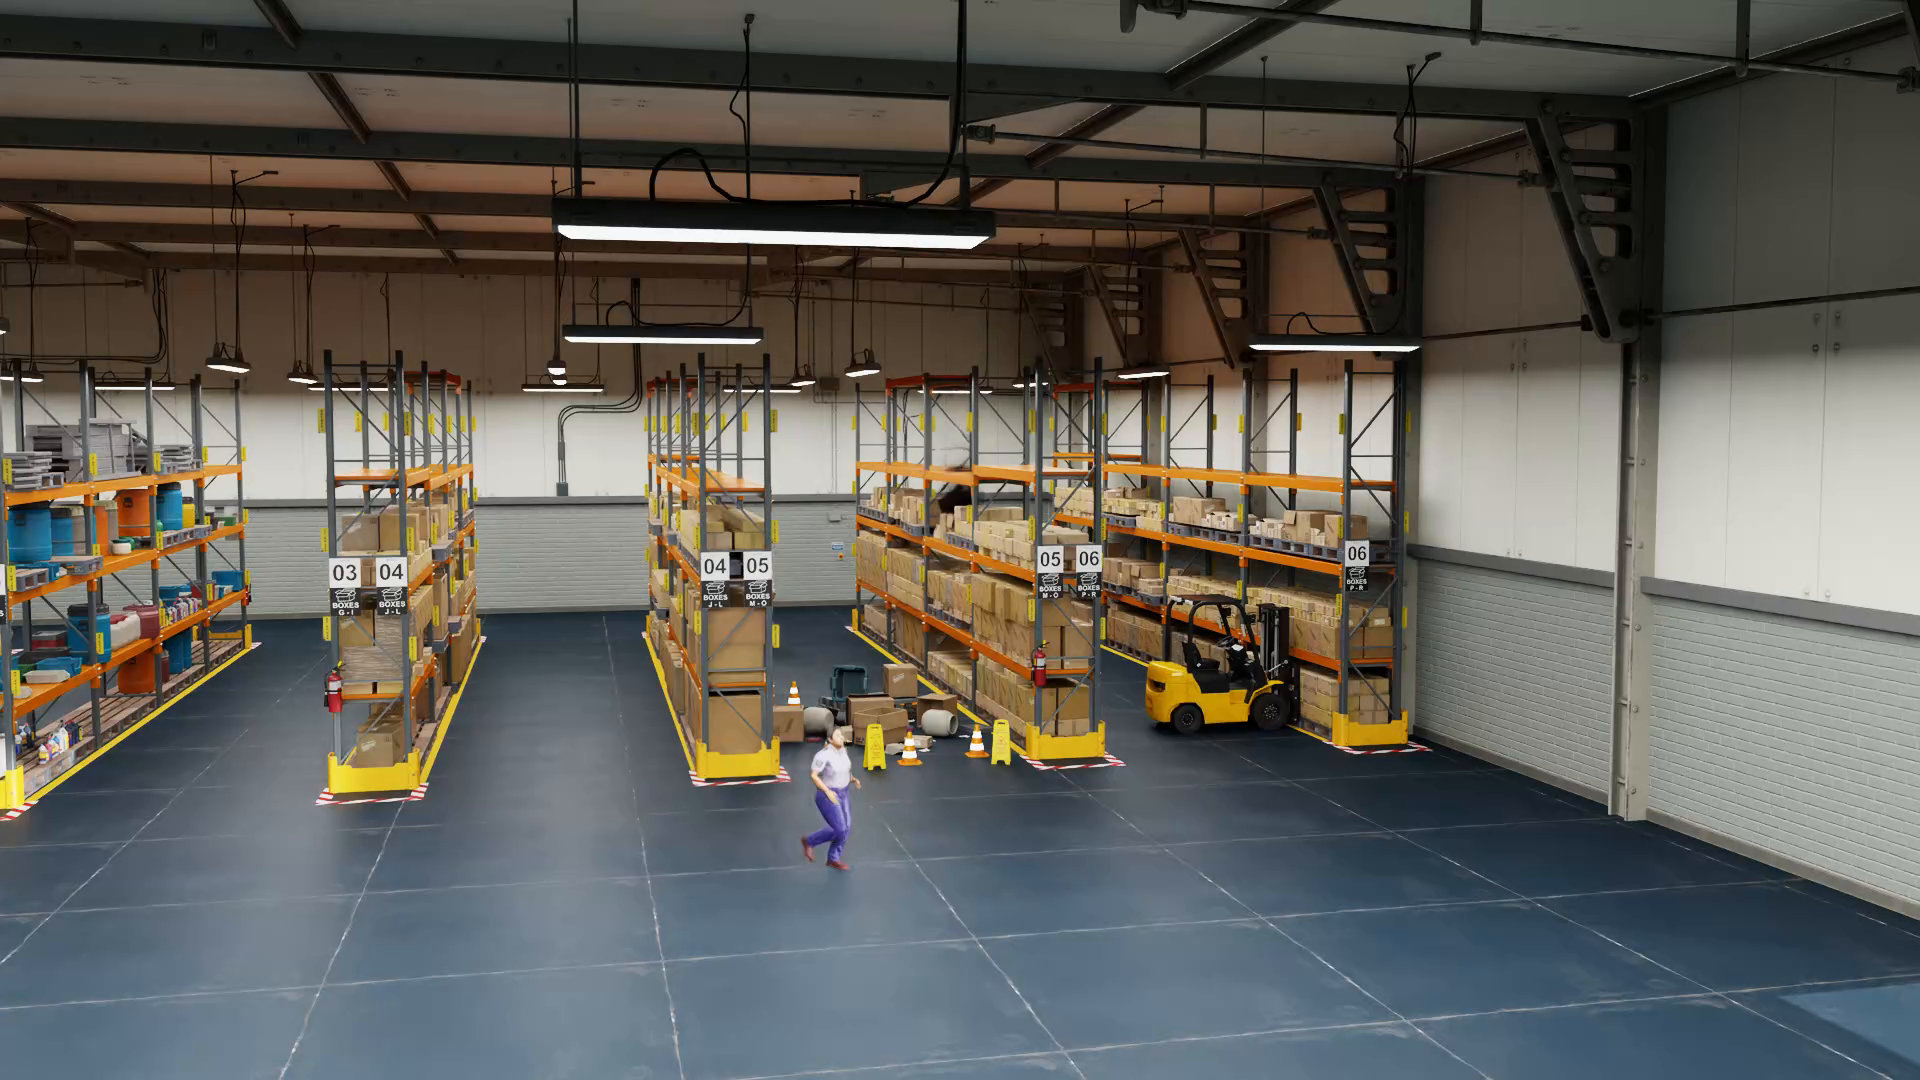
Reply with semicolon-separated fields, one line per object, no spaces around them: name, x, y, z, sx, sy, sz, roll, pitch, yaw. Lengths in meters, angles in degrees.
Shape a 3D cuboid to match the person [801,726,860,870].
person;-1.434;2.904;18.783;0.576;1.619;0.600;2;5;28
